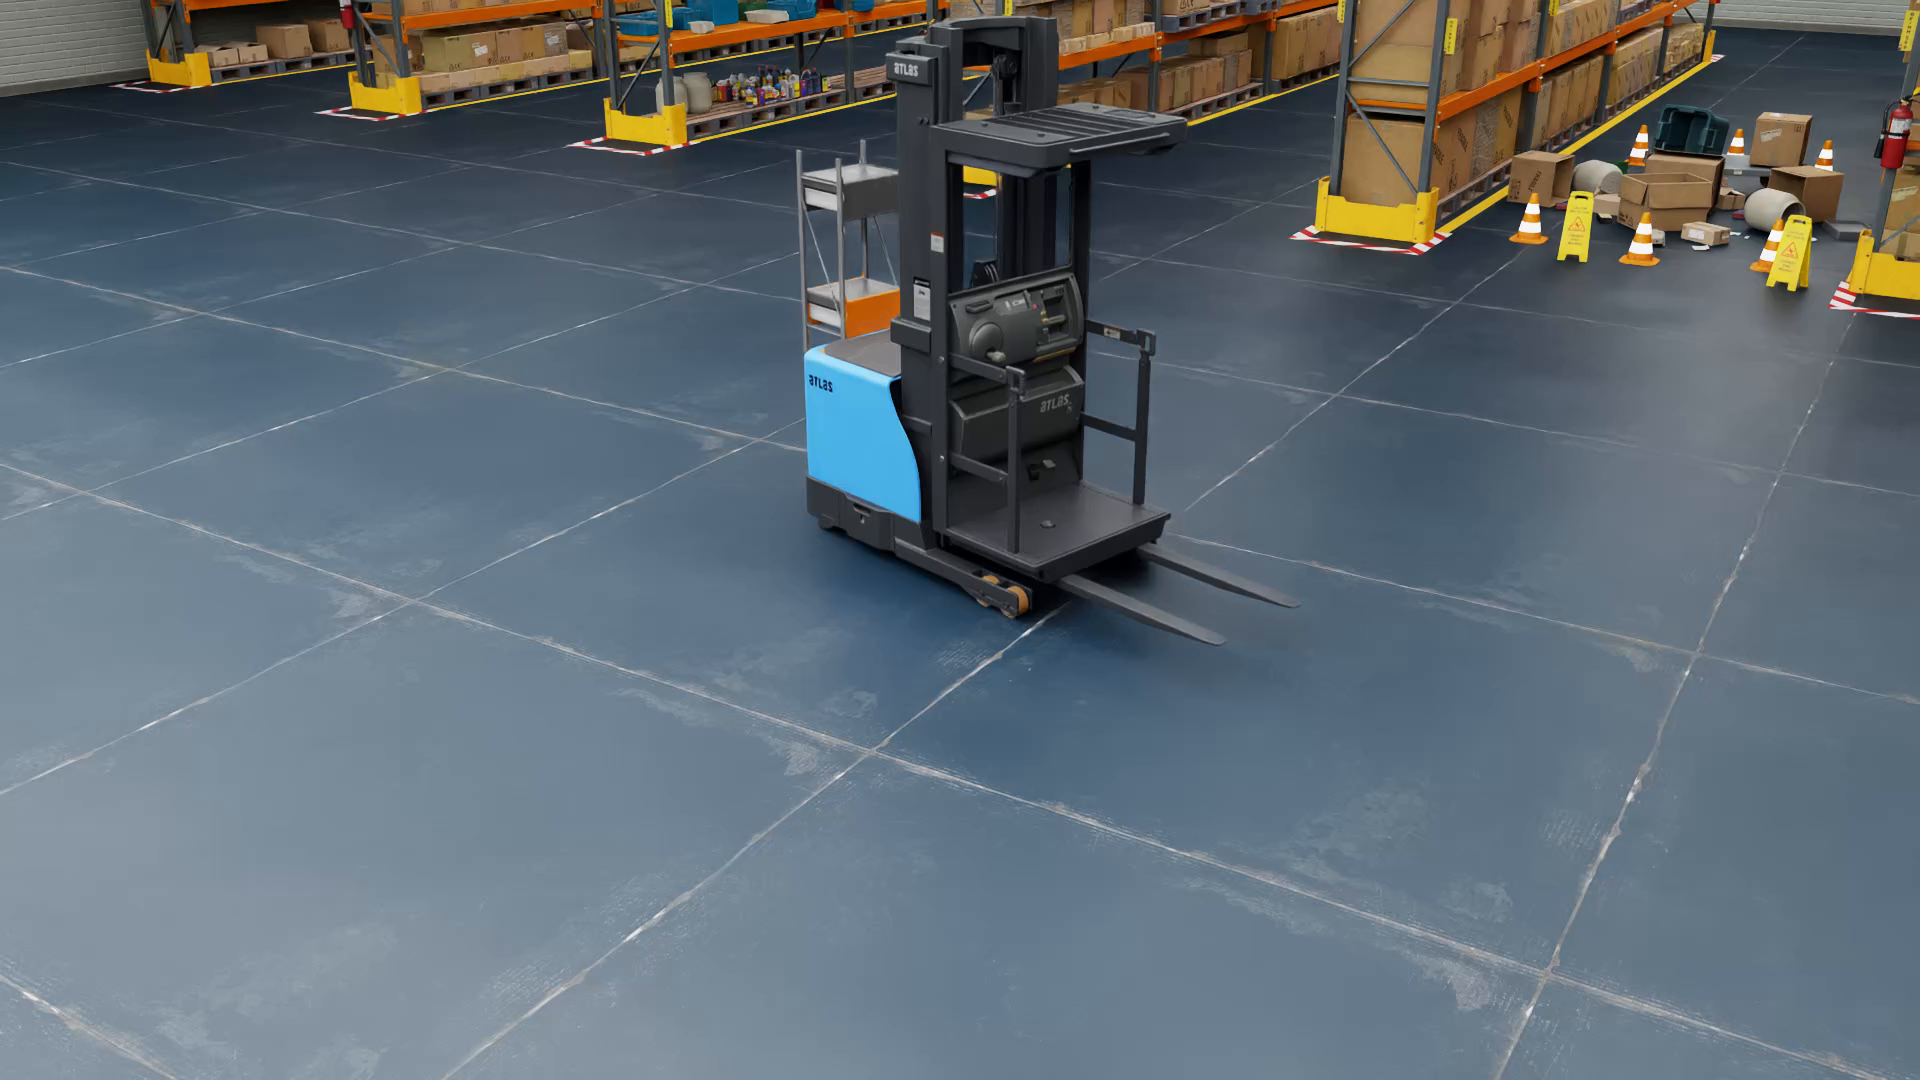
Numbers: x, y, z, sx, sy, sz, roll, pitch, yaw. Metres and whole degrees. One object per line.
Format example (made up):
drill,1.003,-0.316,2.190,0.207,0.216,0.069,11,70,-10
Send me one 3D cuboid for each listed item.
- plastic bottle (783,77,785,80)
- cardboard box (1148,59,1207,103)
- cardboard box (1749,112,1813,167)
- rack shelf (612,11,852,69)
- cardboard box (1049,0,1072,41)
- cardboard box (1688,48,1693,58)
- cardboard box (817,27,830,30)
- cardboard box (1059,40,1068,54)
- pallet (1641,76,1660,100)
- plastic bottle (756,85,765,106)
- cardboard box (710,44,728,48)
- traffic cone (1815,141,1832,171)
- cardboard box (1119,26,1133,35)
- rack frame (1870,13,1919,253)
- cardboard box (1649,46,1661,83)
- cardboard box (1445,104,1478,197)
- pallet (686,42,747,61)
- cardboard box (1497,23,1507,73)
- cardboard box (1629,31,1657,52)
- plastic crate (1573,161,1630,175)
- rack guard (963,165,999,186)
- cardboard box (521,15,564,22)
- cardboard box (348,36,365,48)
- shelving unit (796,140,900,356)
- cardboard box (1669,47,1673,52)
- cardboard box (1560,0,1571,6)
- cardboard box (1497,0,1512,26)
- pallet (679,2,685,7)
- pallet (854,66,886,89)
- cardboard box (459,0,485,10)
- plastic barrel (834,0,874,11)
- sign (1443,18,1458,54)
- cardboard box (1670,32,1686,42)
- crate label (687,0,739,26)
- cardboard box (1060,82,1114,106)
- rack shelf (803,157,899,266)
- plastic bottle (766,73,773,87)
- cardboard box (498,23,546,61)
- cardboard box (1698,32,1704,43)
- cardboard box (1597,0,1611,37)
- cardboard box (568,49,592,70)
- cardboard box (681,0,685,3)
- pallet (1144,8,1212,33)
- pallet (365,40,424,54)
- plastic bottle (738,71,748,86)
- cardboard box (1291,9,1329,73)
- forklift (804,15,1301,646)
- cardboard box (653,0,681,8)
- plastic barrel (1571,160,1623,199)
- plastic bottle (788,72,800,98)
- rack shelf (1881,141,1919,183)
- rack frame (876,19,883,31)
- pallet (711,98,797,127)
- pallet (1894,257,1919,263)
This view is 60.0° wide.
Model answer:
plastic bottle,-2.492,-6.492,23.836,0.061,0.283,0.133,14,27,29
cardboard box,3.087,-6.541,23.676,0.700,0.500,0.500,11,26,24
cardboard box,9.074,-4.424,18.387,0.500,0.500,0.500,14,27,29
rack shelf,-3.080,-6.970,22.981,1.077,0.370,4.000,14,27,29
cardboard box,0.849,-6.303,20.034,0.875,0.500,0.500,14,27,29
cardboard box,12.110,-8.213,28.005,0.380,0.149,0.250,13,26,27
cardboard box,-2.827,-10.037,31.751,0.500,0.500,0.500,13,27,27
cardboard box,1.080,-5.942,20.015,0.380,0.149,0.250,14,27,29
pallet,10.154,-7.021,25.703,1.003,0.211,1.213,14,27,29
plastic bottle,-2.779,-6.200,23.161,0.061,0.283,0.133,14,27,30
cardboard box,-4.460,-8.892,29.447,0.500,0.250,0.500,14,27,28
traffic cone,10.067,-4.408,19.351,0.336,0.463,0.334,14,27,29
cardboard box,1.996,-6.534,21.383,0.380,0.149,0.250,14,27,29
rack frame,8.492,-3.511,14.084,1.000,3.000,0.127,14,27,29
cardboard box,10.387,-7.307,25.471,0.500,0.500,0.500,13,27,28
cardboard box,4.997,-4.272,17.987,0.875,0.875,0.875,13,27,28
pallet,-4.589,-8.815,29.847,1.003,0.211,1.213,14,27,29
cardboard box,5.503,-5.458,18.393,0.875,0.550,0.550,14,27,29
cardboard box,10.103,-7.479,24.924,0.500,0.250,0.500,15,28,31
plastic crate,7.365,-4.267,19.297,0.662,0.188,0.450,-12,16,-26
rack guard,0.113,-4.466,19.437,1.175,0.500,0.348,14,27,29
cardboard box,-6.742,-8.199,26.902,0.500,0.500,0.500,14,27,29
cardboard box,-10.698,-8.766,29.237,0.380,0.166,0.250,10,25,22
shelving unit,-0.640,-1.332,10.183,0.503,2.100,0.431,-20,31,-39
cardboard box,11.326,-7.925,26.966,0.380,0.149,0.250,12,26,26
cardboard box,7.137,-6.882,20.487,0.700,0.500,0.500,14,27,29
cardboard box,5.527,-5.947,18.165,0.875,0.550,0.550,14,27,29
pallet,-5.754,-11.712,36.539,1.003,0.211,1.213,14,27,29
pallet,-1.001,-7.382,26.537,1.003,0.211,1.213,14,27,29
cardboard box,-7.544,-8.210,24.813,0.700,0.500,0.500,14,27,29
plastic barrel,-1.564,-8.272,24.452,0.600,0.901,0.708,14,27,29
sign,4.702,-4.829,15.940,0.100,0.325,0.005,14,27,29
cardboard box,11.767,-8.316,27.496,0.380,0.149,0.250,14,27,29
crate label,-3.394,-7.319,22.837,0.502,0.435,0.616,14,27,29
cardboard box,1.642,-5.661,21.670,0.500,0.500,0.500,-18,29,-36
rack shelf,-0.640,-1.962,9.911,0.480,0.518,0.431,-20,31,-39
plastic bottle,-2.777,-6.665,24.252,0.097,0.271,0.097,0,23,0
cardboard box,-6.824,-7.751,25.868,0.500,0.500,0.500,14,27,29
cardboard box,12.637,-8.697,28.750,0.380,0.149,0.250,13,27,28
cardboard box,8.180,-6.883,21.749,0.500,0.500,0.500,14,27,29
cardboard box,-6.290,-7.743,26.793,0.500,0.250,0.500,14,27,29
cardboard box,-5.740,-12.028,36.377,0.700,0.500,0.500,14,27,30
pallet,2.710,-7.077,22.563,1.003,0.211,1.213,14,27,29
pallet,-10.032,-9.035,30.355,1.003,0.211,1.213,14,27,29
plastic bottle,-3.127,-6.569,23.929,0.144,0.351,0.185,14,27,29
cardboard box,5.151,-8.033,26.676,1.225,0.875,0.875,14,27,29
forklift,0.456,-1.163,8.746,1.130,2.935,3.031,-20,31,-39
cardboard box,-6.454,-11.711,35.204,0.750,0.750,0.750,14,27,30
plastic barrel,7.048,-3.977,18.404,0.421,0.421,0.512,-7,24,-17
plastic bottle,-2.391,-6.510,23.793,0.144,0.351,0.185,14,27,29
rack shelf,9.547,-3.855,15.786,1.077,0.370,4.000,14,27,29
rack frame,-2.011,-11.715,33.035,1.000,3.000,0.127,14,27,29
pallet,-3.057,-6.064,23.493,1.003,0.211,1.213,14,27,29
pallet,8.991,-2.523,15.313,1.003,0.211,1.213,14,27,29
